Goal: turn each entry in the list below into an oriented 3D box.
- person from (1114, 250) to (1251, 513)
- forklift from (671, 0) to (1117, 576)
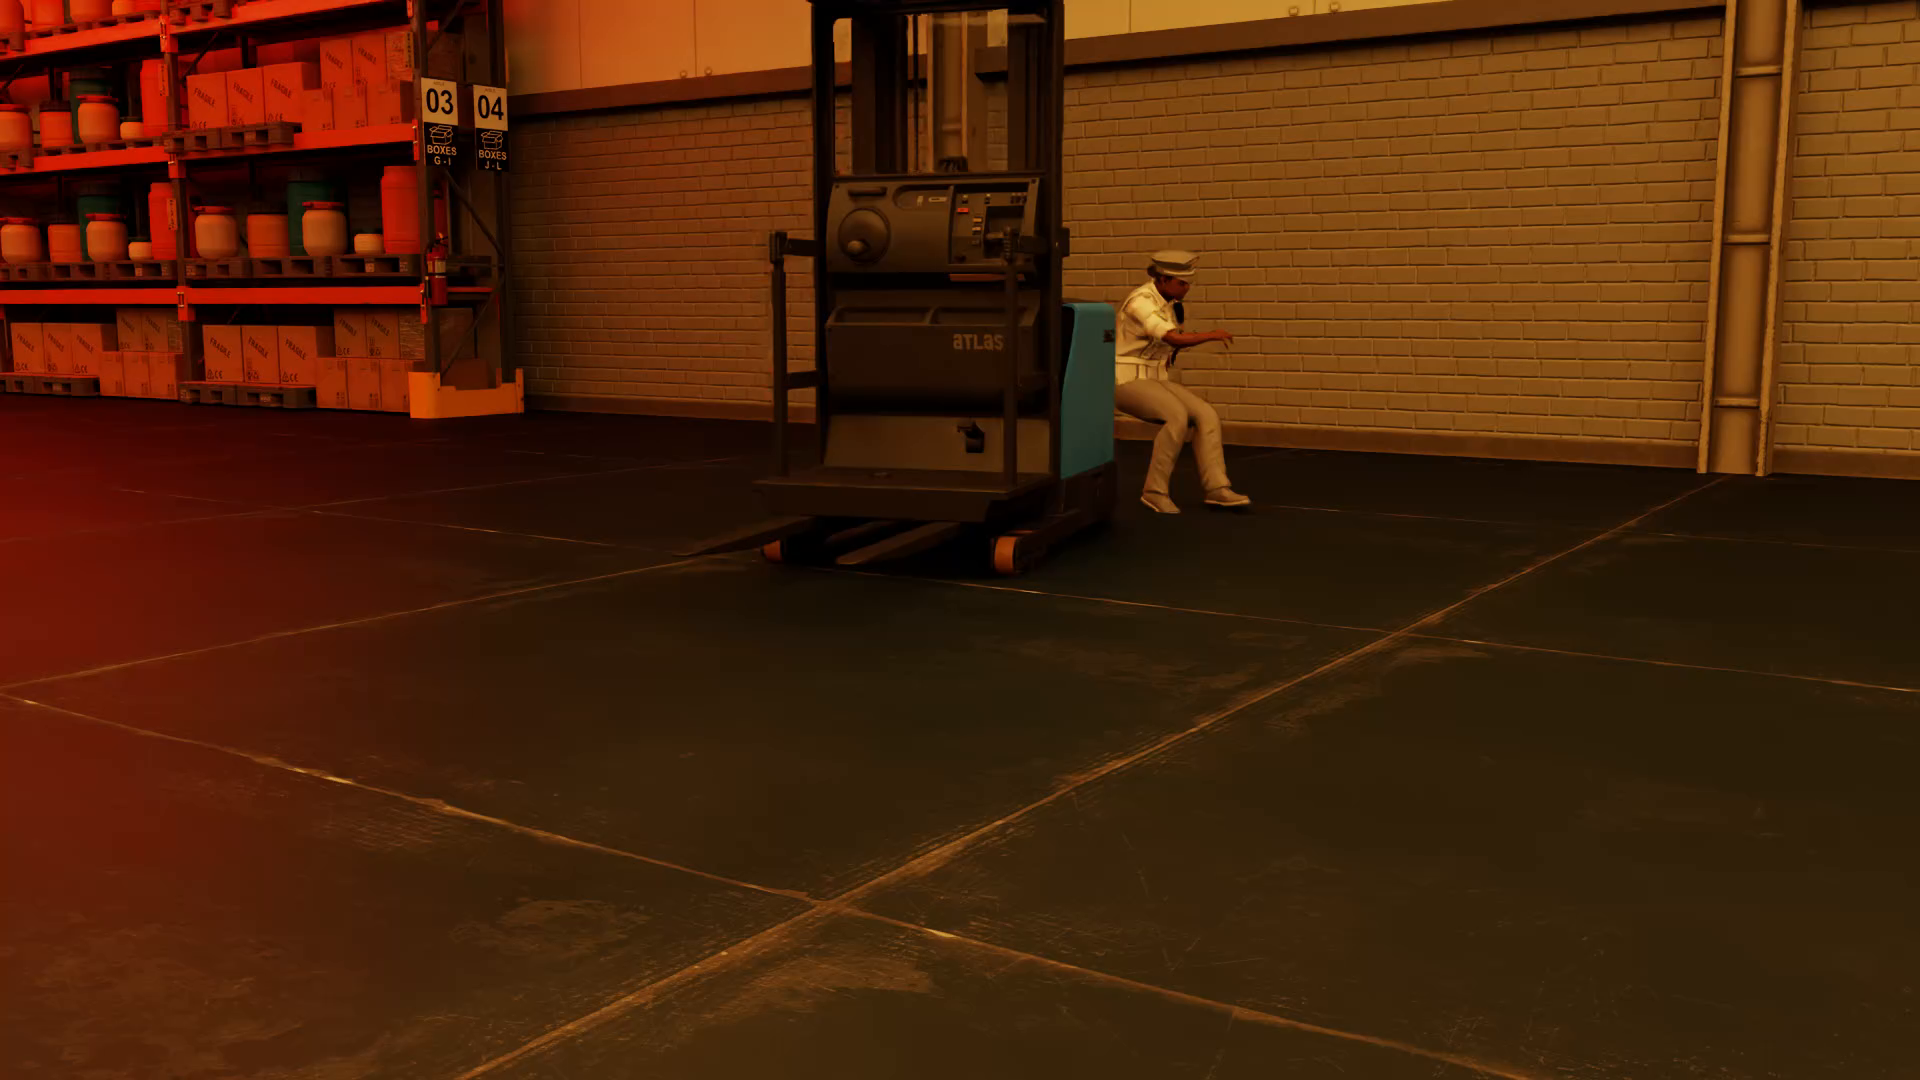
[{"bbox_3d":[1.248,-0.847,8.943,0.913,1.407,0.972,6,10,34],"label":"person"},{"bbox_3d":[-0.185,-1.369,6.817,1.130,2.935,3.031,3,9,19],"label":"forklift"}]
